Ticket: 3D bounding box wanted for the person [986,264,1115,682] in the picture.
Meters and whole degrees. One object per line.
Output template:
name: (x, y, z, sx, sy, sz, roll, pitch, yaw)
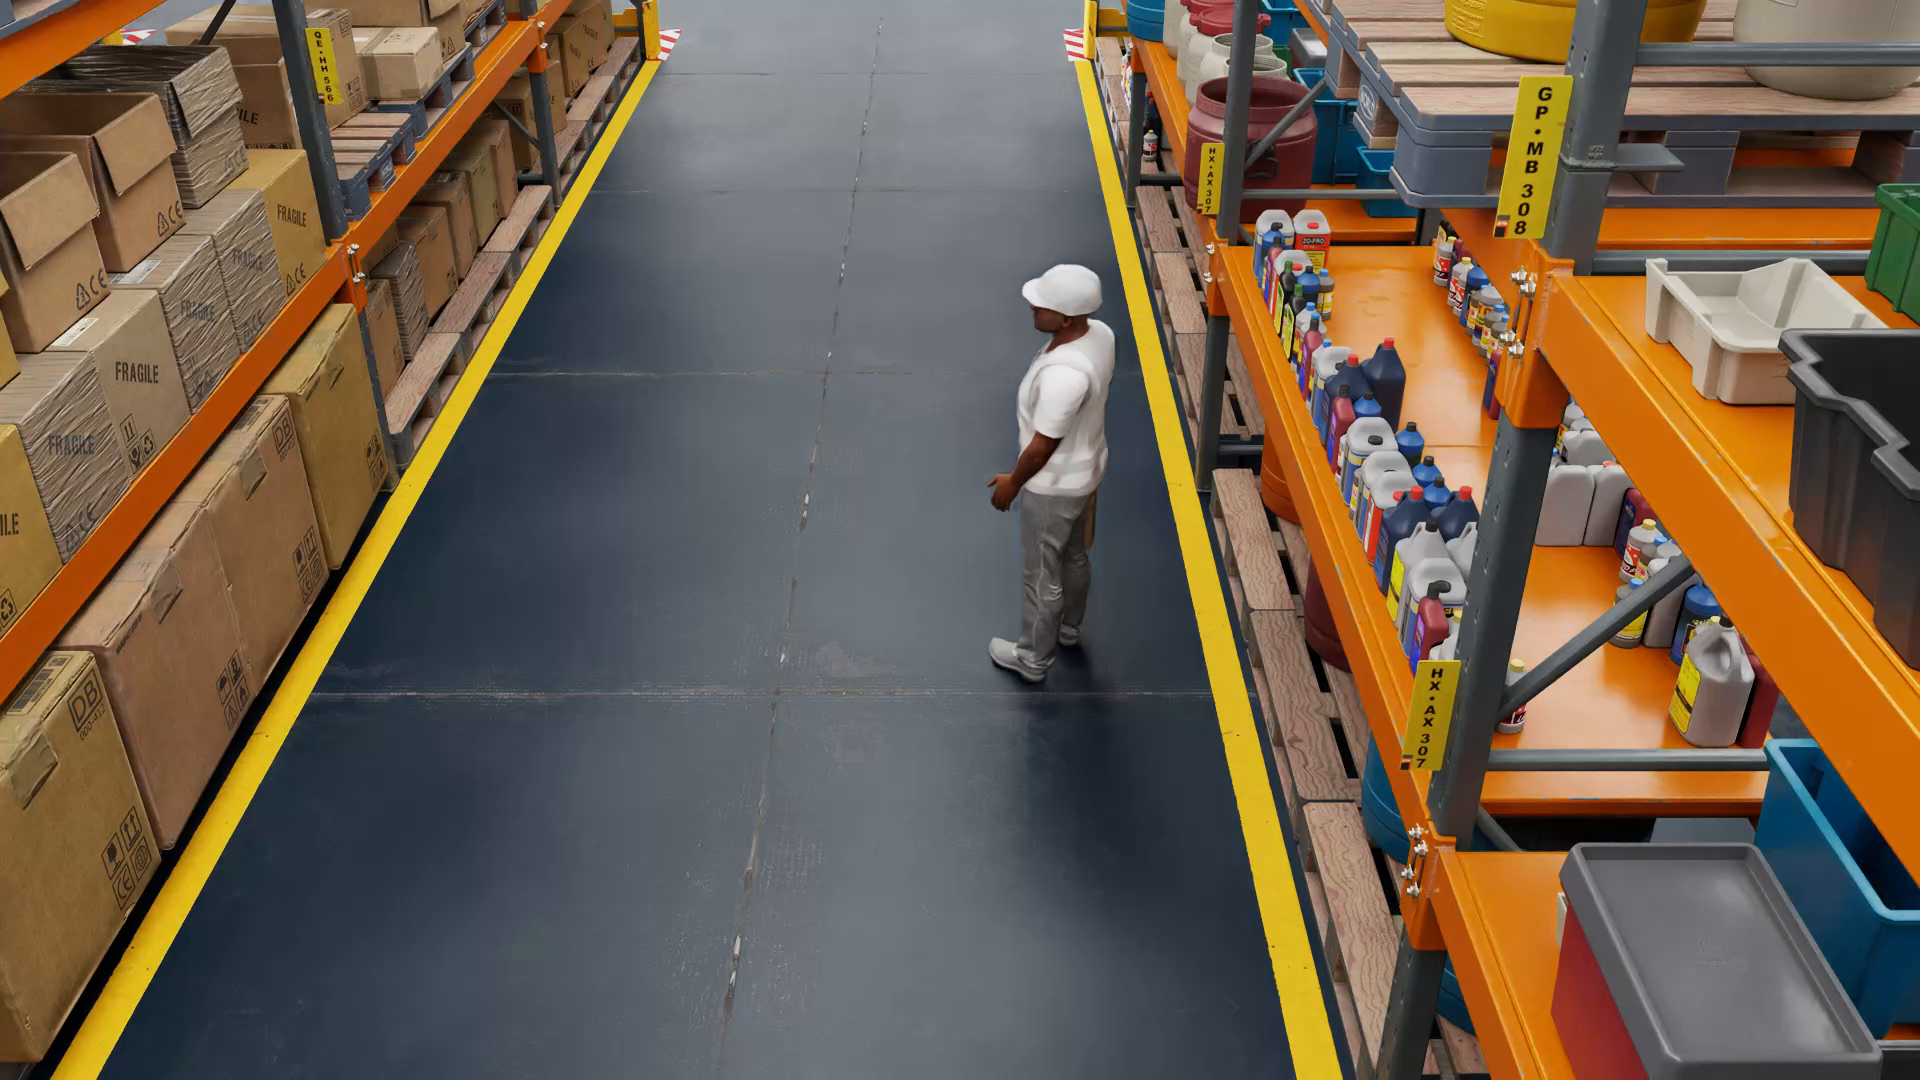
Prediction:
person: (0.350, -0.271, 6.512, 0.452, 1.775, 0.600, 10, 33, 16)
